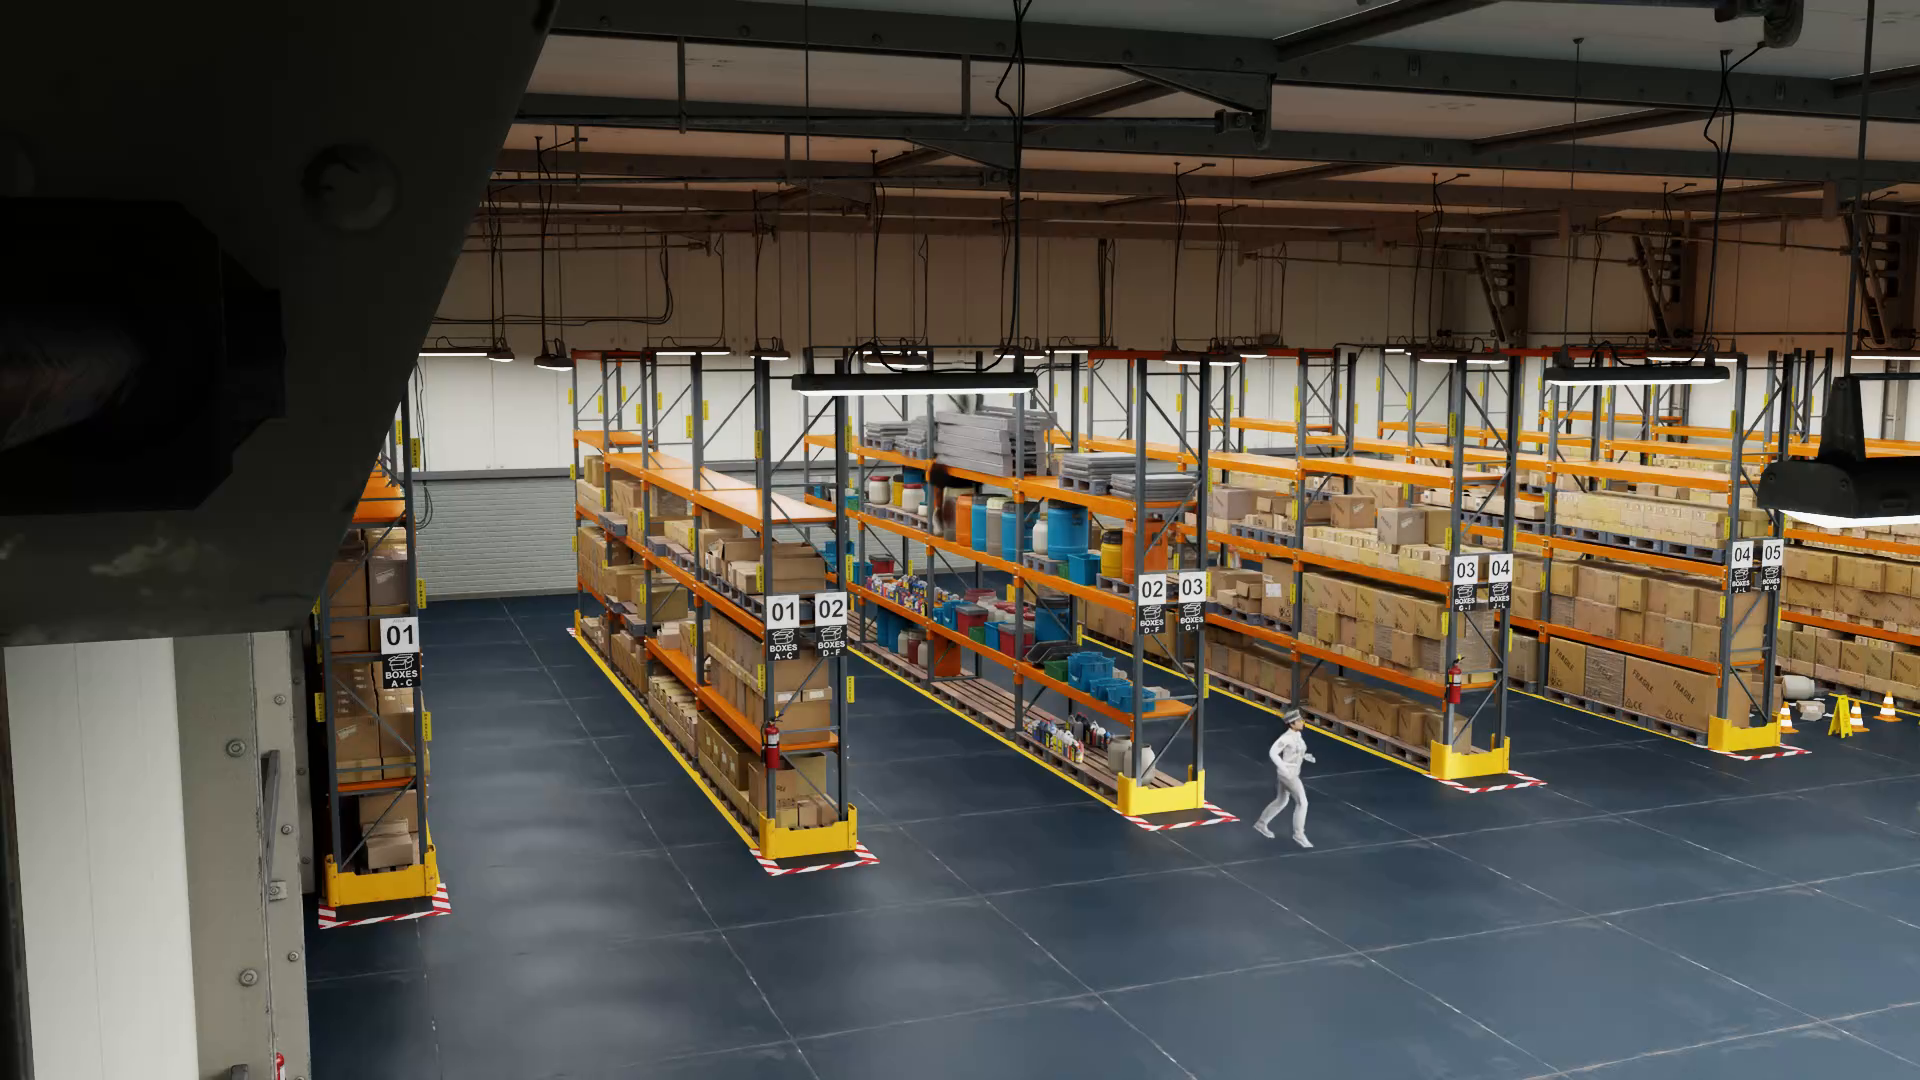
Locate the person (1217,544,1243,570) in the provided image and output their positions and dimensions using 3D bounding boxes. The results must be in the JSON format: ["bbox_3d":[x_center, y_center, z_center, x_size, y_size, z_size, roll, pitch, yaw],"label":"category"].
[{"bbox_3d":[5.942,0.885,36.664,0.670,1.797,1.001,-2,7,-18],"label":"person"}]

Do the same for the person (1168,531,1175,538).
[{"bbox_3d":[5.095,0.526,40.591,0.593,1.537,0.692,5,8,32],"label":"person"}]

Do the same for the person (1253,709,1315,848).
[{"bbox_3d":[4.033,2.942,20.634,0.750,1.747,0.608,2,7,16],"label":"person"}]
